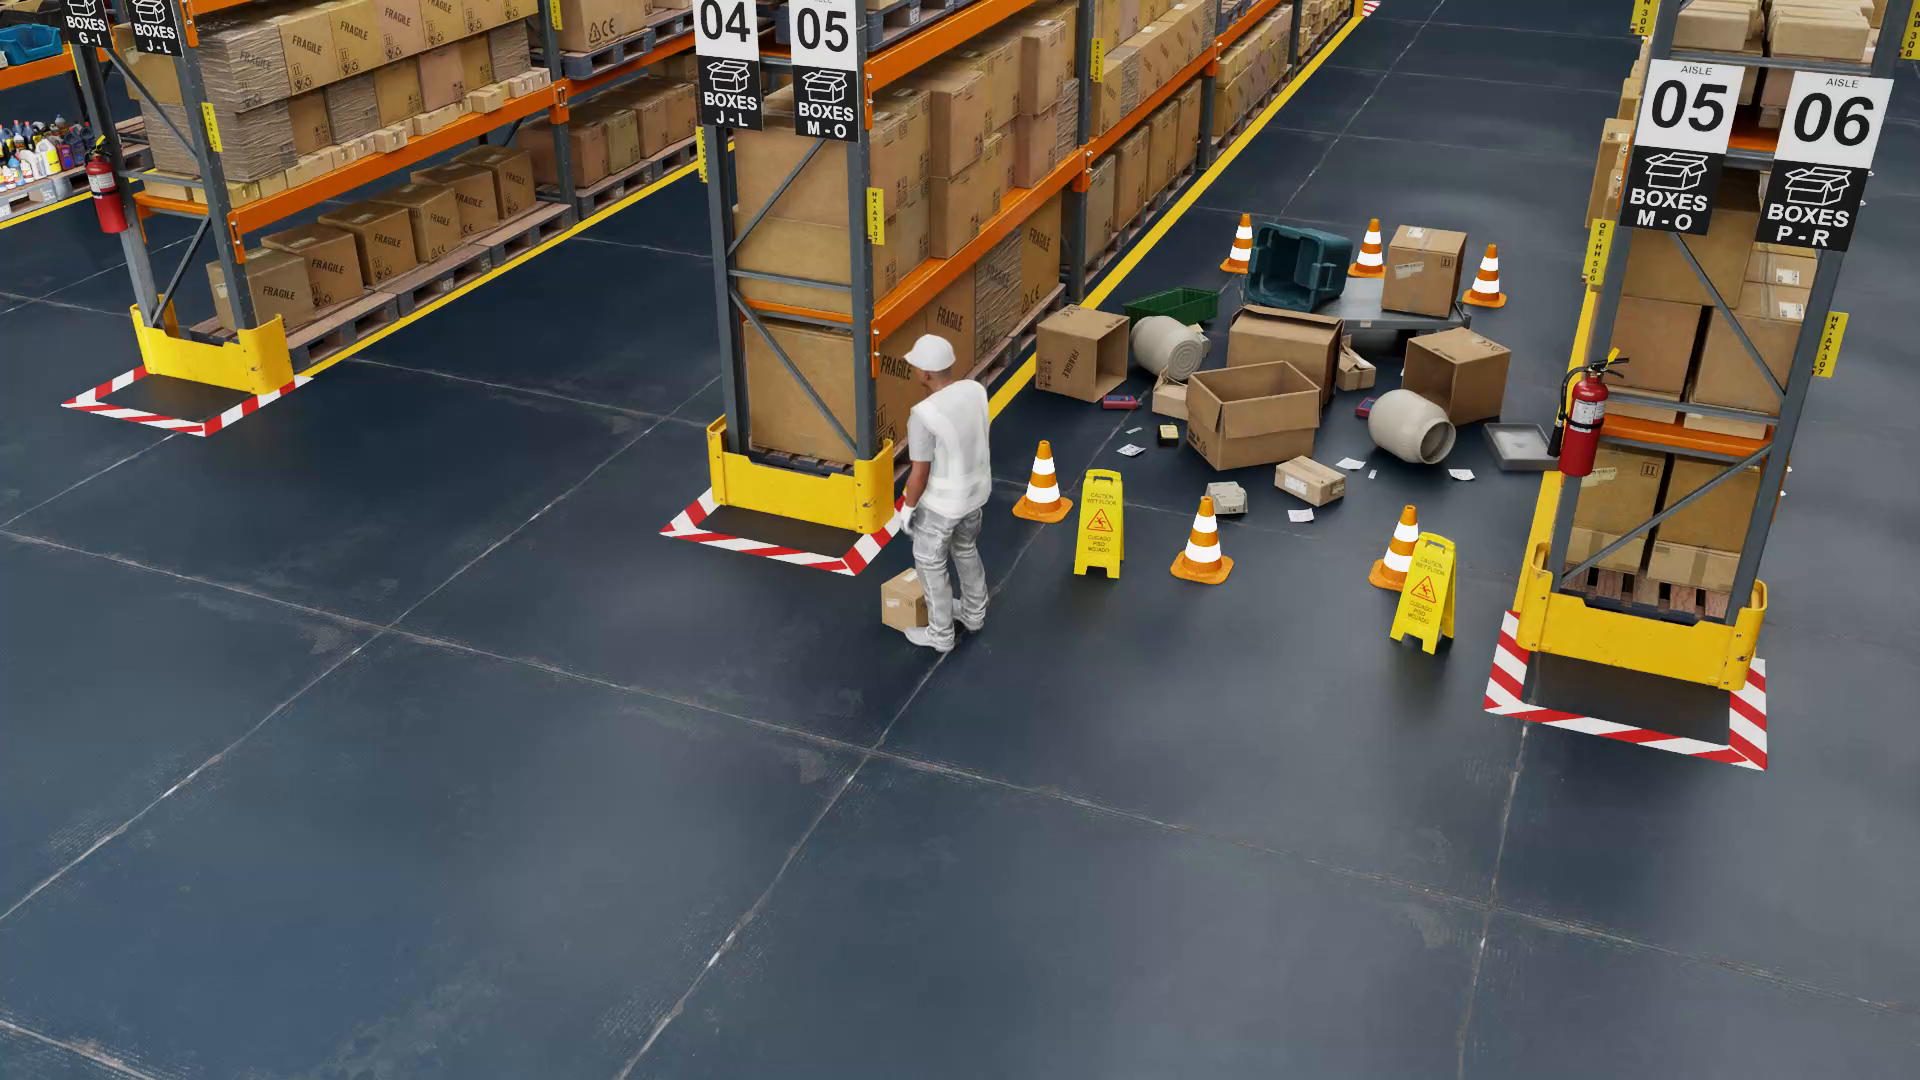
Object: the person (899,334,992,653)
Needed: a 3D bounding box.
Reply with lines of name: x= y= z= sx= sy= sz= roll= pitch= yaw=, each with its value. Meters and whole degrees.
person: x=-0.076 y=-0.246 z=8.827 sx=0.446 sy=1.775 sz=0.618 roll=23 pitch=37 yaw=35
